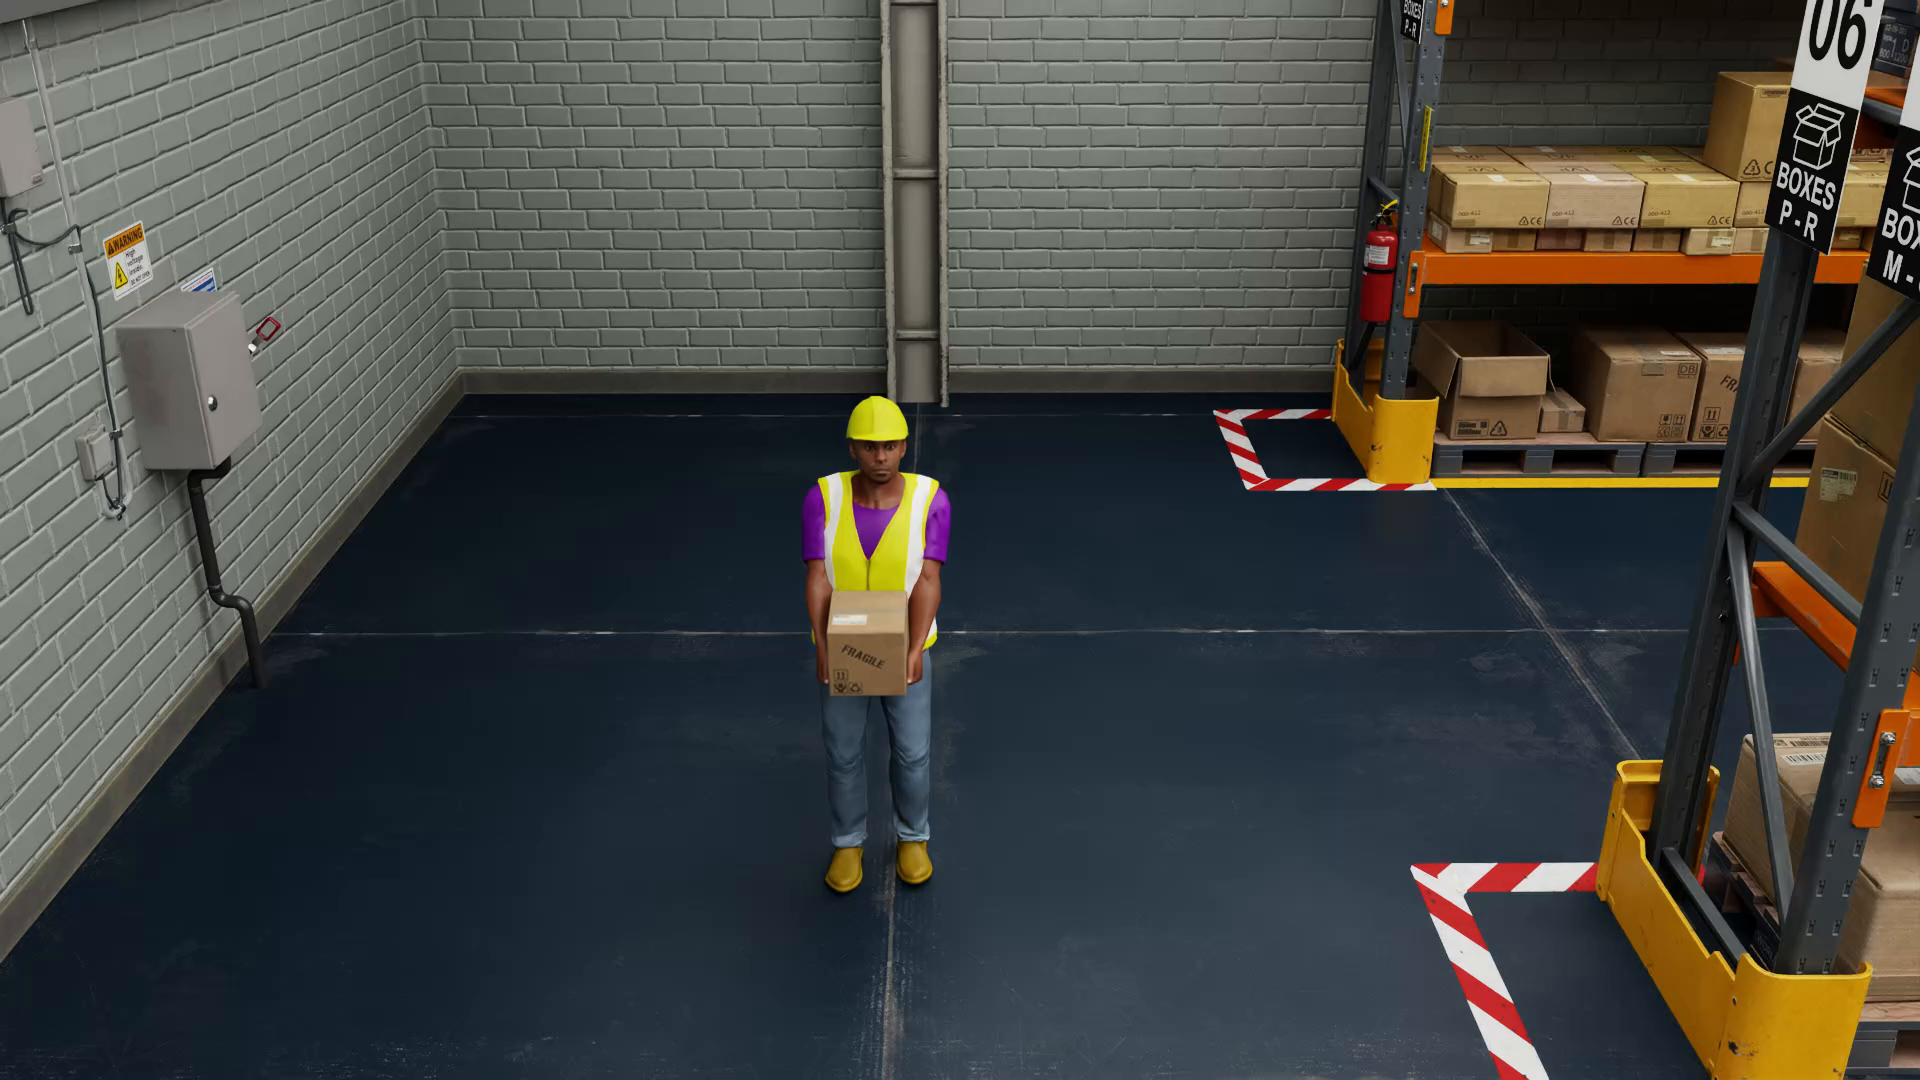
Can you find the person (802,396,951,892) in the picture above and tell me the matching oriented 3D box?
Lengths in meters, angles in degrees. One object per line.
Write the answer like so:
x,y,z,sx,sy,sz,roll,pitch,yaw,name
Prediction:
-0.283,0.401,5.679,0.503,1.760,0.577,0,24,0,person
